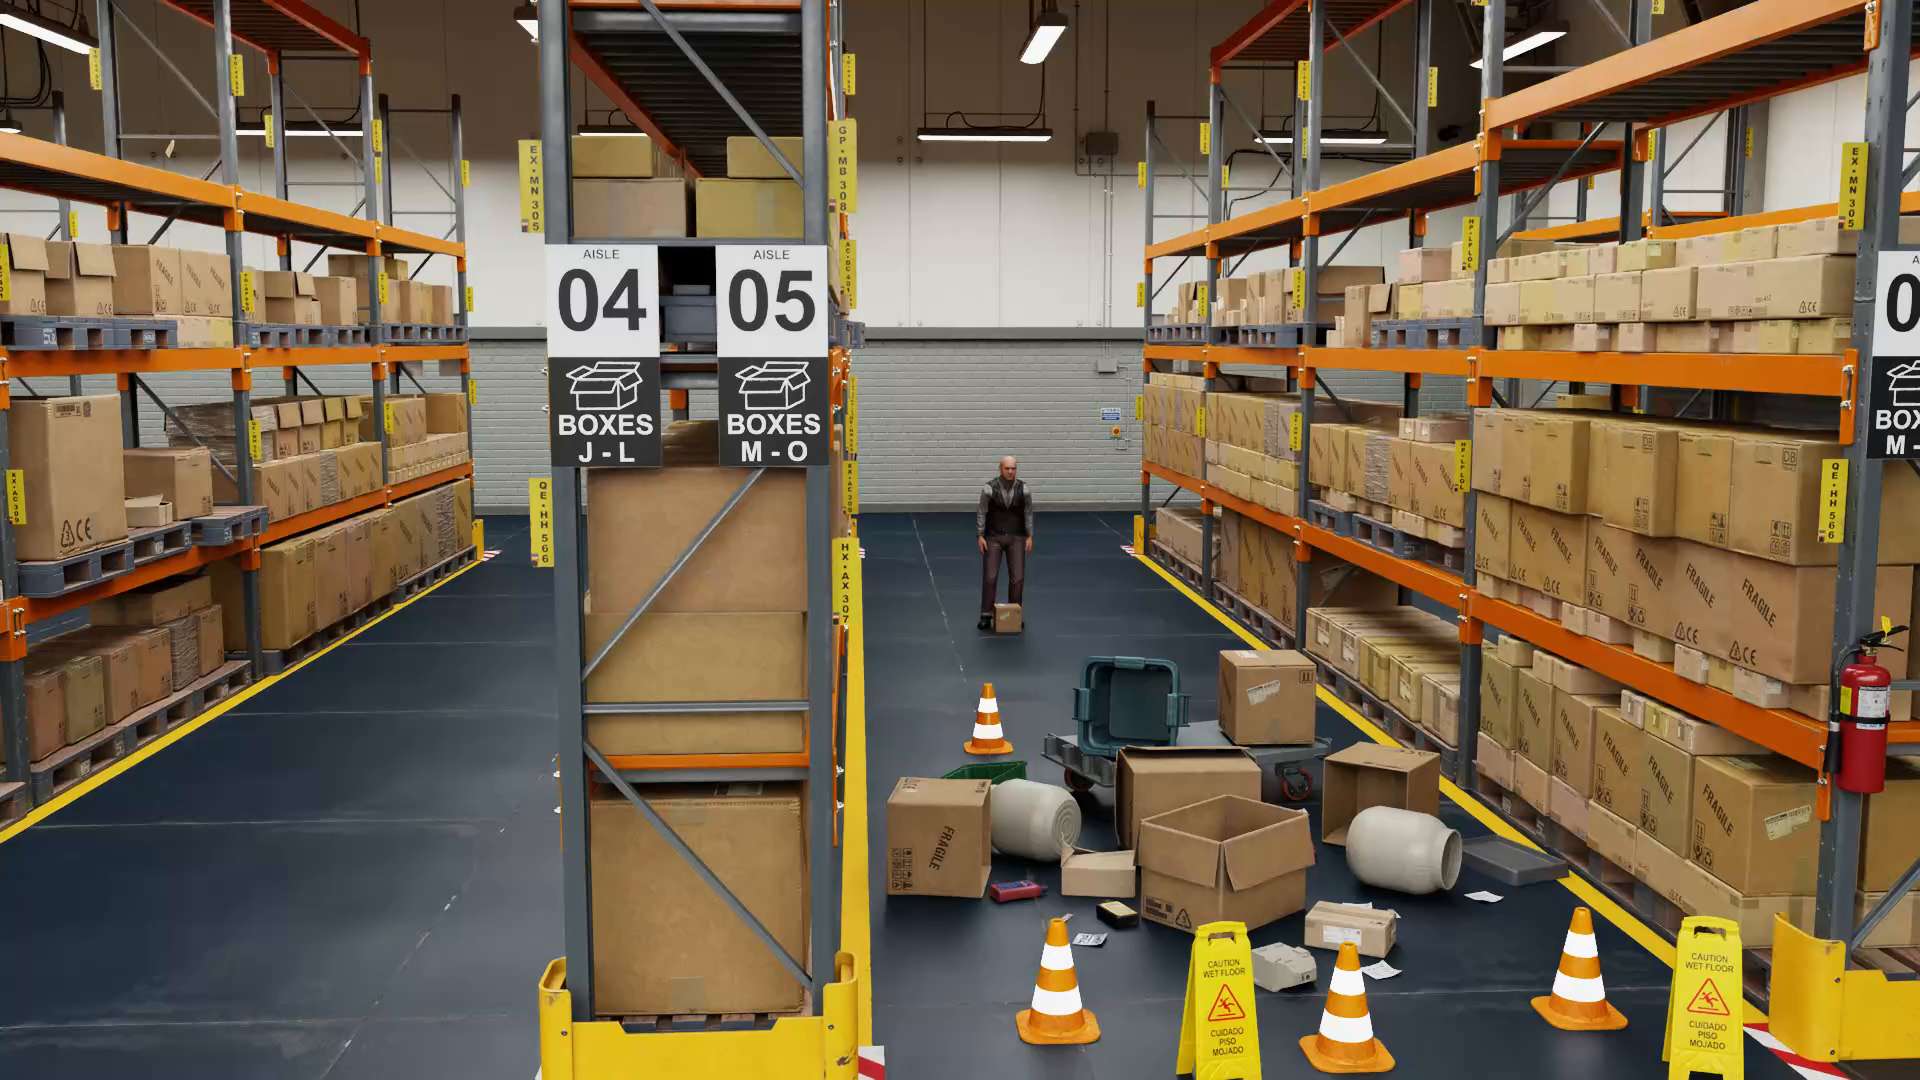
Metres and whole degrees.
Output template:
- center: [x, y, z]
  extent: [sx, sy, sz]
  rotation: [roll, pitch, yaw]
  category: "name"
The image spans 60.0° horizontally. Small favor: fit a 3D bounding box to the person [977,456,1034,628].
- center: [0.450, 0.013, 16.739]
  extent: [0.591, 1.720, 0.422]
  rotation: [-1, 7, -7]
  category: "person"
